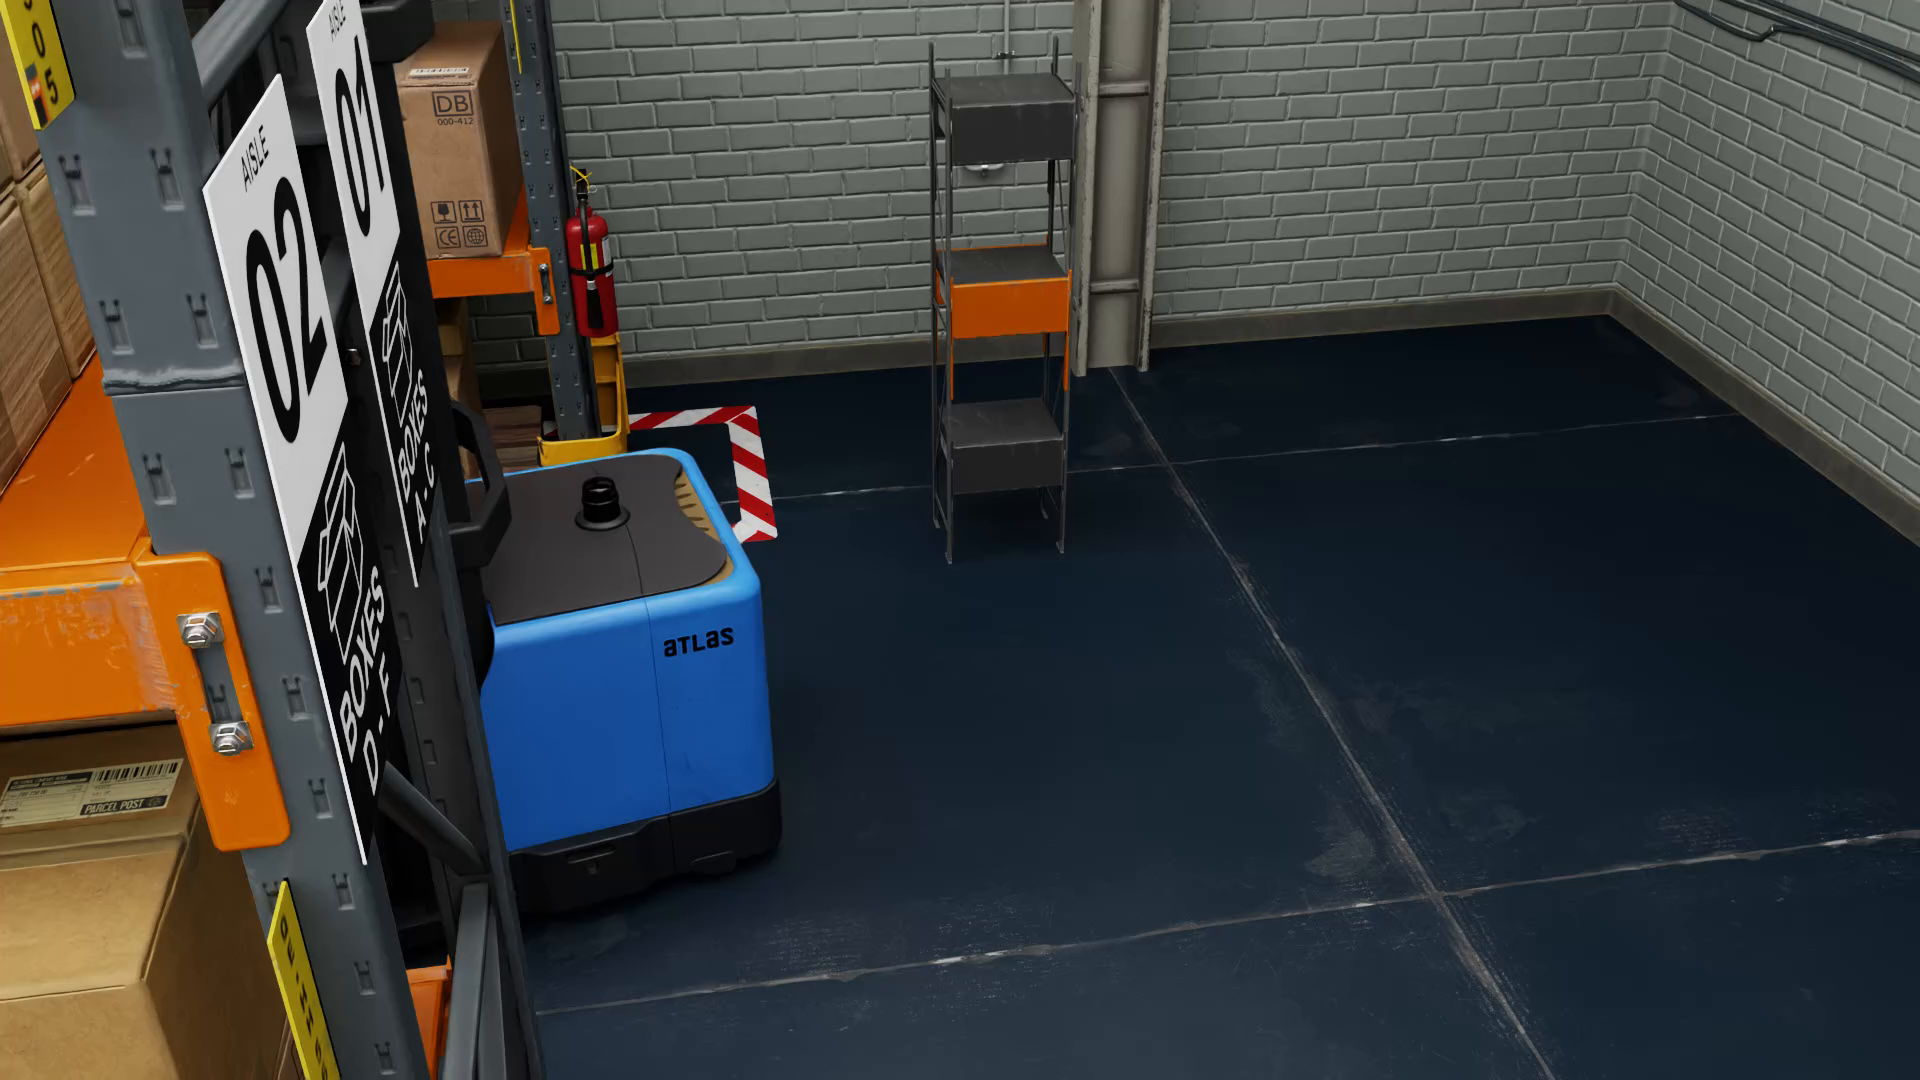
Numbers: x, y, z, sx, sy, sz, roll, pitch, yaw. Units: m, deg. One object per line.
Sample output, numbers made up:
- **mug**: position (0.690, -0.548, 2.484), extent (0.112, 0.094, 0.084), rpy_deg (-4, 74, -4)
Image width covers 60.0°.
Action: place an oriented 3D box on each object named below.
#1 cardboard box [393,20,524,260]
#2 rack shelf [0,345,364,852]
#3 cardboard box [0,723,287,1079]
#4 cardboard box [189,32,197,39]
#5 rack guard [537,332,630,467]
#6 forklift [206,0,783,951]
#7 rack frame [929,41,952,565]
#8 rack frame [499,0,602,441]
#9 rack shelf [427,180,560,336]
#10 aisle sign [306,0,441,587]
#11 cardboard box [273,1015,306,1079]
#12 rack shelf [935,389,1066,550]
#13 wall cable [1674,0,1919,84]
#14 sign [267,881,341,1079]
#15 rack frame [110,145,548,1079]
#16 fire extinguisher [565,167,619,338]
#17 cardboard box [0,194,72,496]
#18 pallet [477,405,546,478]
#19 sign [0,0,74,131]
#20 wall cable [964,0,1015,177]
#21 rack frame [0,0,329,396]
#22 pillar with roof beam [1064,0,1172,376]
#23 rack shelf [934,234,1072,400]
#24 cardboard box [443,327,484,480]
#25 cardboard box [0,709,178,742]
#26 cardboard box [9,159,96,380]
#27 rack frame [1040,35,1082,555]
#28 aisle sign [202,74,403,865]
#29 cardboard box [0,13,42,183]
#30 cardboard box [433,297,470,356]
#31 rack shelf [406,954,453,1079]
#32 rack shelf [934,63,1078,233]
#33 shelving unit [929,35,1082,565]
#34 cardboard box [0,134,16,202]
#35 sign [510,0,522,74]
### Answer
- **cardboard box**: position (-2.226, -1.644, 6.791), extent (0.700, 0.700, 0.980), rpy_deg (-4, 31, -7)
- **rack shelf**: position (-2.797, 0.103, 1.866), extent (4.000, 0.370, 1.077), rpy_deg (-5, 31, -9)
- **cardboard box**: position (-1.218, 0.607, 2.173), extent (0.500, 0.500, 0.500), rpy_deg (-6, 31, -9)
- **cardboard box**: position (-2.939, -1.572, 6.668), extent (0.700, 0.700, 0.980), rpy_deg (-6, 31, -9)
- **rack guard**: position (-1.702, -0.491, 7.592), extent (0.348, 0.500, 1.175), rpy_deg (-5, 31, -9)
- **forklift**: position (-2.154, -0.174, 4.654), extent (3.031, 2.935, 1.130), rpy_deg (-11, 32, -18)
- **rack frame**: position (-0.077, -0.898, 6.706), extent (0.015, 2.100, 0.400), rpy_deg (-5, 31, -9)
- **rack frame**: position (-1.726, -1.566, 6.954), extent (0.127, 3.000, 1.000), rpy_deg (-5, 31, -9)
- **rack shelf**: position (-3.693, -1.074, 6.826), extent (4.000, 0.370, 1.077), rpy_deg (-5, 31, -9)
- **aisle sign**: position (-0.816, -0.370, 2.355), extent (0.004, 0.787, 0.394), rpy_deg (-5, 31, -9)
- **cardboard box**: position (-1.221, 1.037, 2.429), extent (0.500, 0.500, 0.500), rpy_deg (-4, 31, -7)
- **rack shelf**: position (0.163, -0.305, 7.105), extent (0.480, 0.518, 0.431), rpy_deg (-5, 31, -9)
- **wall cable**: position (3.902, -3.152, 6.796), extent (0.112, 2.526, 3.097), rpy_deg (-5, 31, -9)
- **sign**: position (-0.750, 0.546, 1.907), extent (0.005, 0.325, 0.100), rpy_deg (-5, 31, -9)
- **rack frame**: position (-0.830, 0.903, 2.755), extent (0.127, 3.000, 1.000), rpy_deg (-5, 31, -9)
- **fire extinguisher**: position (-1.494, -1.156, 6.701), extent (0.183, 0.674, 0.296), rpy_deg (-5, 31, -9)
- **cardboard box**: position (-1.288, -0.147, 1.729), extent (0.500, 0.250, 0.500), rpy_deg (-5, 31, -9)
- **pallet**: position (-2.498, -0.252, 7.471), extent (1.213, 0.211, 1.003), rpy_deg (-5, 31, -9)
- **sign**: position (-0.750, -0.493, 1.296), extent (0.005, 0.325, 0.100), rpy_deg (-5, 31, -9)
- **wall cable**: position (-0.637, -2.593, 7.698), extent (1.851, 1.984, 0.084), rpy_deg (-5, 31, -9)
- **rack frame**: position (-0.830, -1.683, 1.234), extent (0.127, 3.000, 1.000), rpy_deg (-5, 31, -9)
- **pillar with roof beam**: position (1.550, -2.684, 2.936), extent (0.400, 9.000, 9.100), rpy_deg (-5, 31, -9)
- **rack shelf**: position (0.163, -0.908, 6.750), extent (0.480, 0.518, 0.431), rpy_deg (-5, 31, -9)
- **cardboard box**: position (-2.396, -0.556, 7.288), extent (0.500, 0.500, 0.700), rpy_deg (-5, 31, -9)
- **cardboard box**: position (-1.314, 0.338, 2.630), extent (0.500, 0.500, 0.500), rpy_deg (-4, 31, -7)
- **cardboard box**: position (-1.381, -0.405, 2.168), extent (0.500, 0.250, 0.500), rpy_deg (-5, 31, -9)
- **rack frame**: position (0.403, -0.943, 6.781), extent (0.015, 2.100, 0.400), rpy_deg (-5, 31, -9)
- **aisle sign**: position (-0.708, -0.071, 1.846), extent (0.004, 0.787, 0.394), rpy_deg (-5, 31, -9)
- **cardboard box**: position (-1.382, -0.624, 2.046), extent (0.500, 0.250, 0.500), rpy_deg (-5, 31, -9)
- **cardboard box**: position (-2.309, -0.947, 7.313), extent (0.250, 0.149, 0.380), rpy_deg (-5, 31, -9)
- **rack shelf**: position (-2.797, 1.396, 2.626), extent (4.000, 0.370, 1.077), rpy_deg (-5, 31, -9)
- **rack shelf**: position (0.163, -1.512, 6.396), extent (0.480, 0.518, 0.431), rpy_deg (-5, 31, -9)
- **shelving unit**: position (0.163, -0.920, 6.743), extent (0.503, 2.100, 0.431), rpy_deg (-5, 31, -9)
- **cardboard box**: position (-1.289, -0.367, 1.610), extent (0.500, 0.250, 0.500), rpy_deg (-5, 31, -9)
- **sign**: position (-1.642, -1.896, 6.139), extent (0.005, 0.325, 0.100), rpy_deg (-5, 31, -9)
